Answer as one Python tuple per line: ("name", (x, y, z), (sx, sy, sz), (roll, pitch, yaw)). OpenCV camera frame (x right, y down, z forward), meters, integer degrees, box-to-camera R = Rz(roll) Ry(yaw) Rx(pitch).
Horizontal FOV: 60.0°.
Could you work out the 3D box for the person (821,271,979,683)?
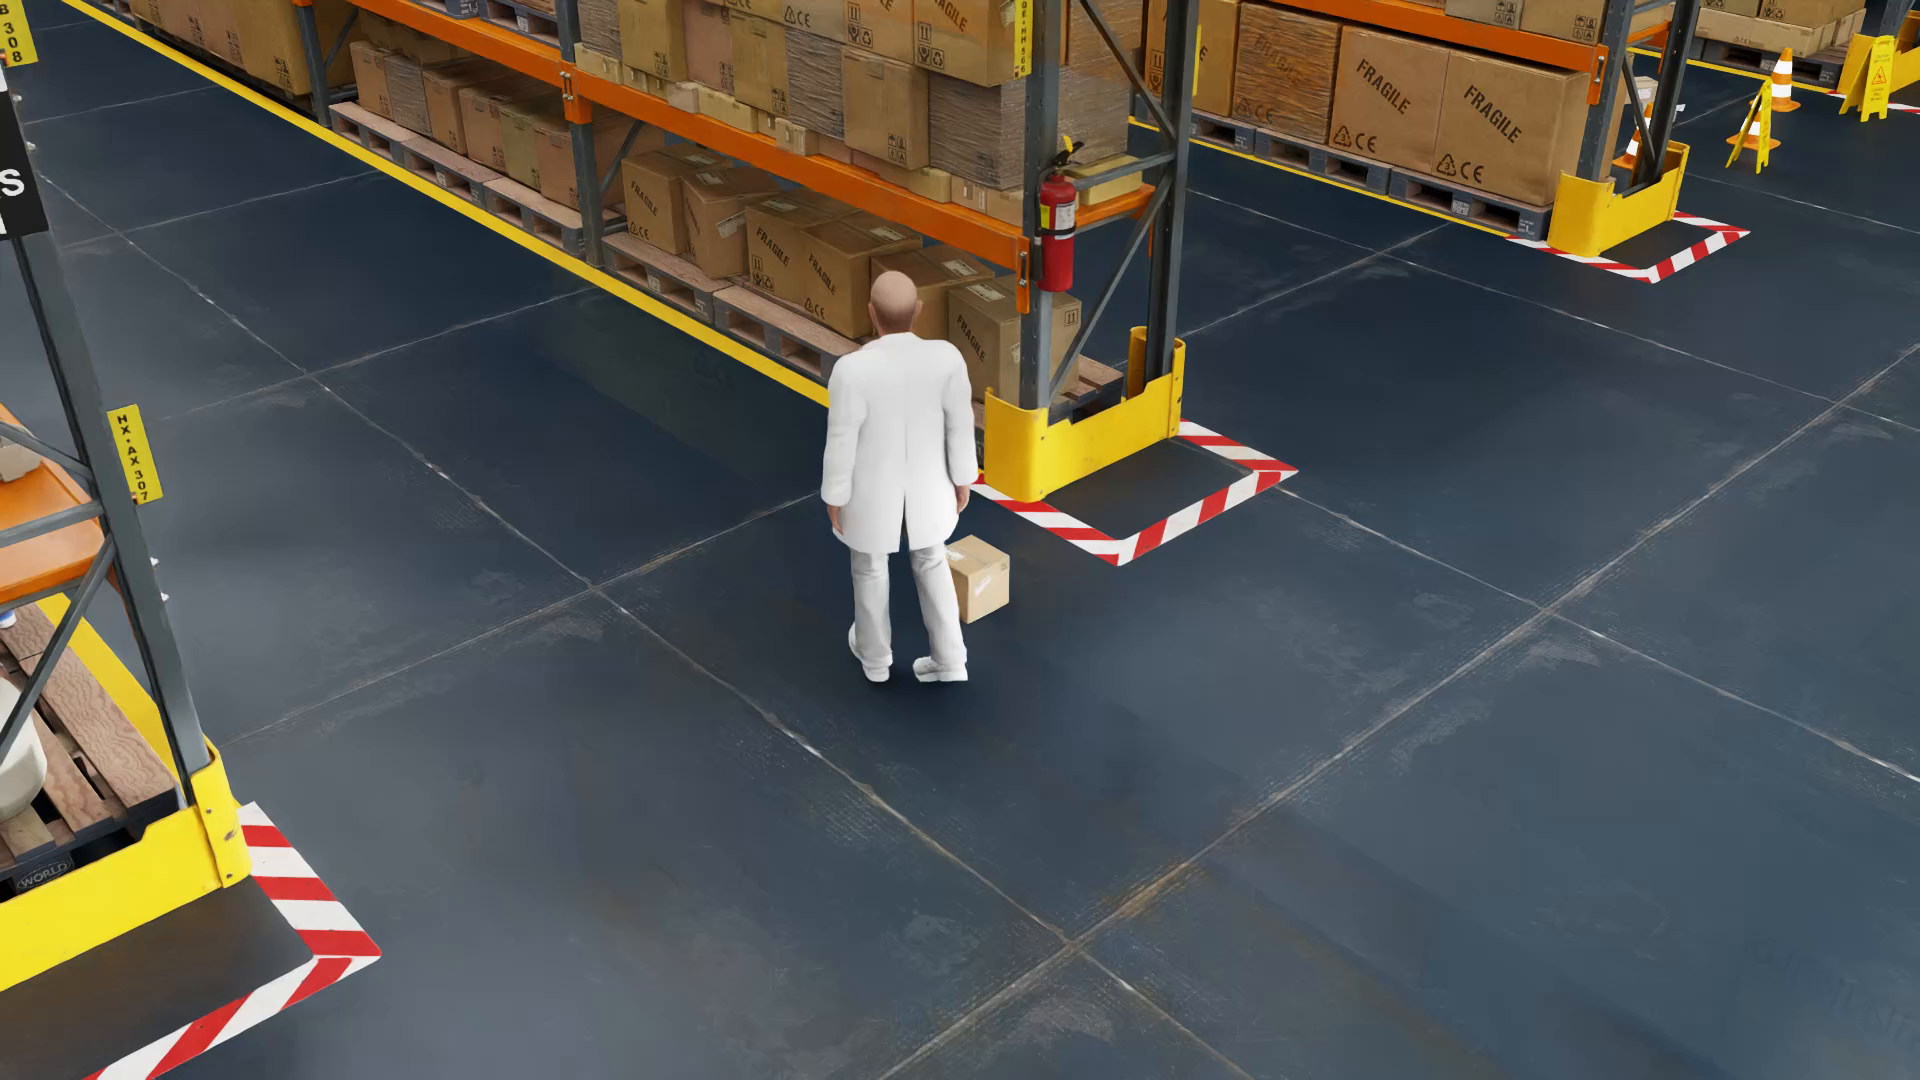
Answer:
("person", (-0.238, -0.208, 6.470), (0.629, 1.785, 0.647), (-9, 33, -15))
